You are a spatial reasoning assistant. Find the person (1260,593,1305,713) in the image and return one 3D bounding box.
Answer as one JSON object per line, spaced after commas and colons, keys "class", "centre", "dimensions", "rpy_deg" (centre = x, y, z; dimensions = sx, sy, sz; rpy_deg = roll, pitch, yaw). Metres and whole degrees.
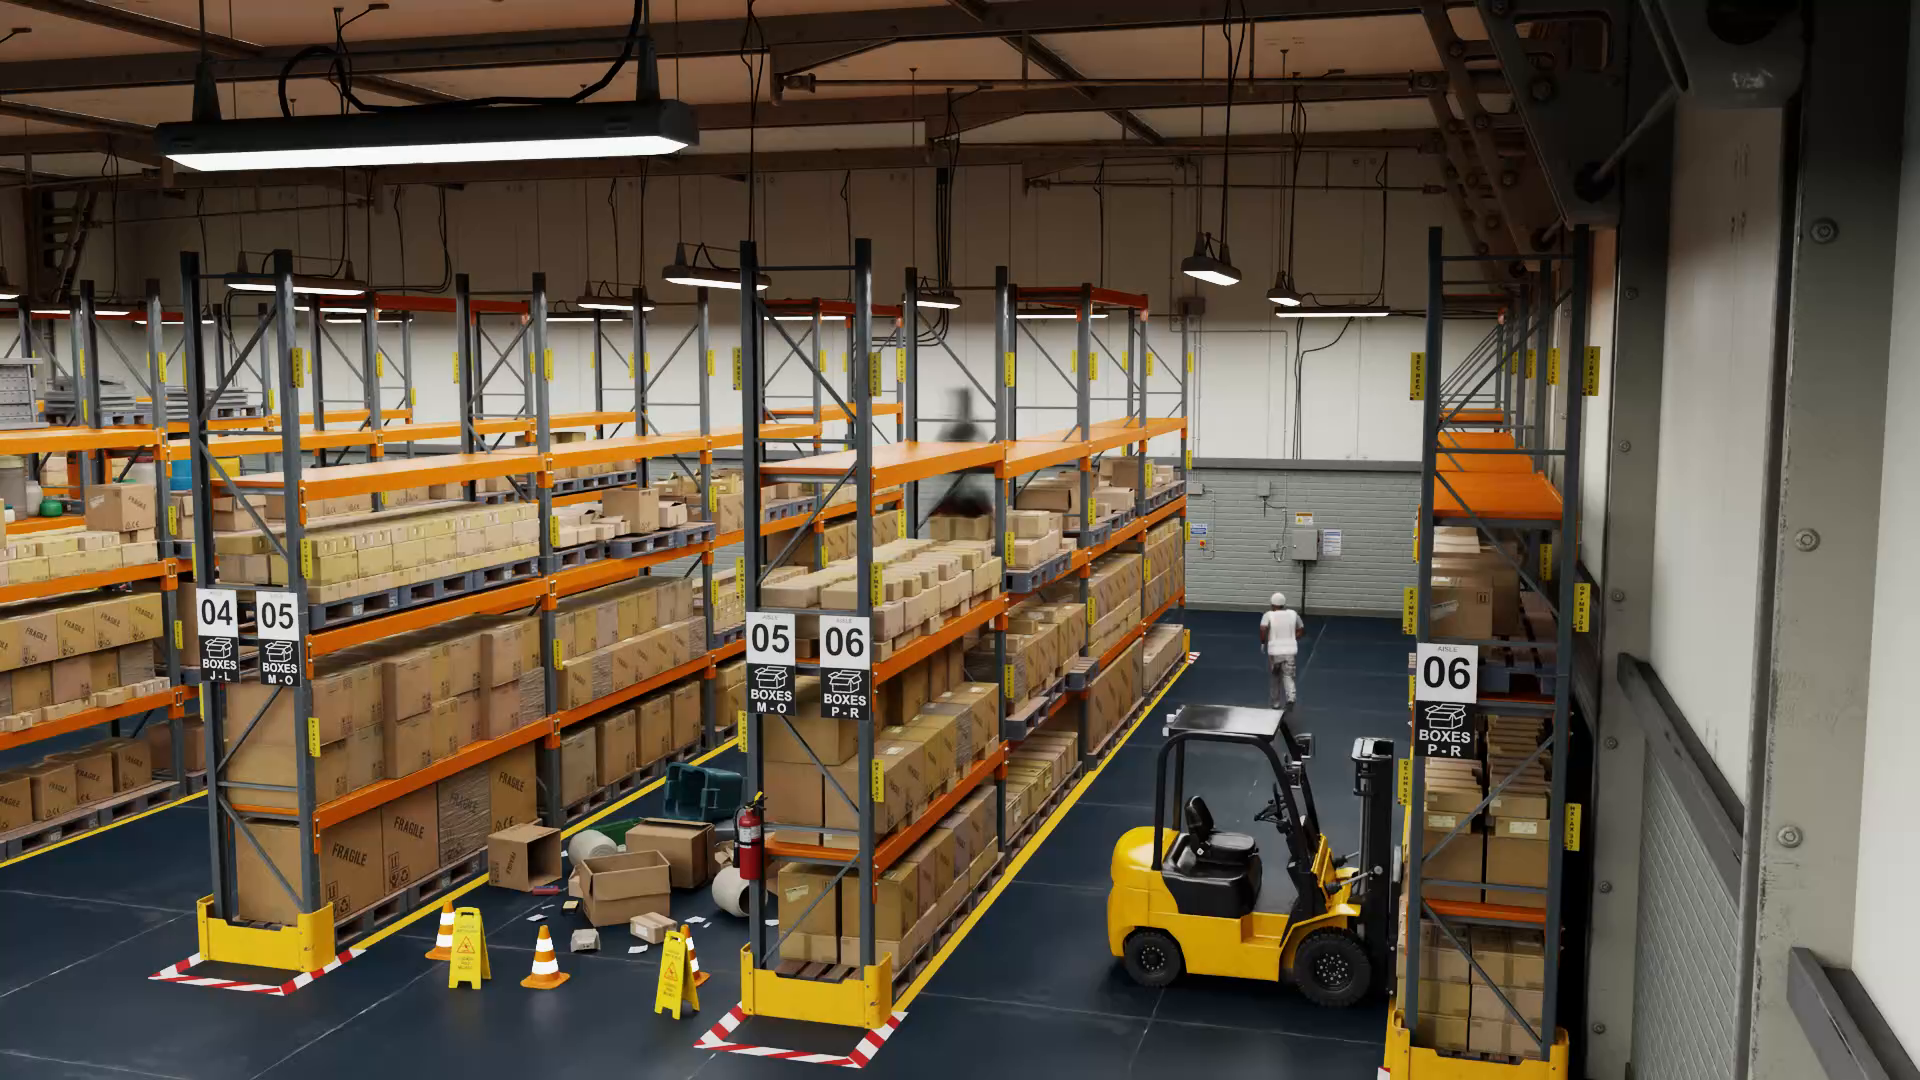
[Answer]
{"class": "person", "centre": [4.578, 1.658, 23.634], "dimensions": [0.680, 1.771, 1.127], "rpy_deg": [0, 6, -1]}
